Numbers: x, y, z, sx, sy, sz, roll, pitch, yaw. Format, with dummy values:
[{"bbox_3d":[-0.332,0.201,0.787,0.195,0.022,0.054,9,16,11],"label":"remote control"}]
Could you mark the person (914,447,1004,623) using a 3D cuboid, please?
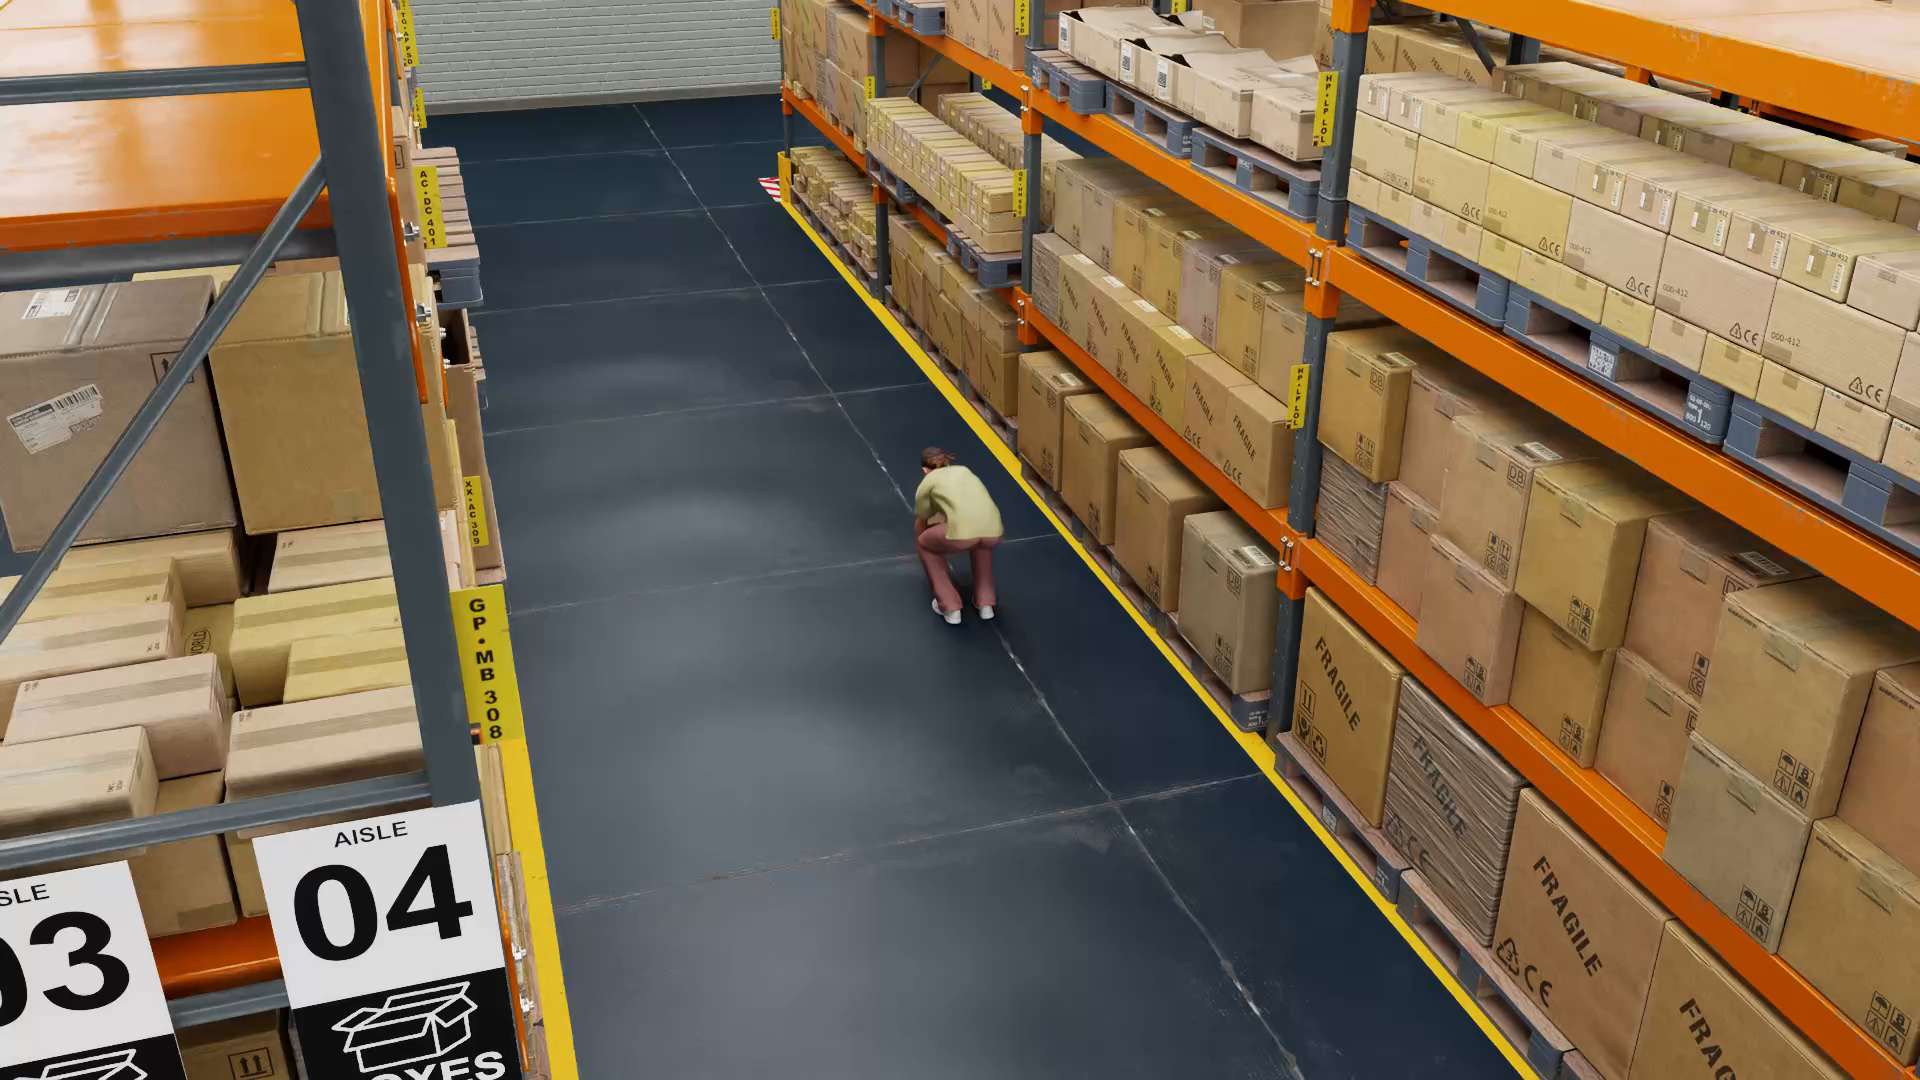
[{"bbox_3d":[-0.027,-0.039,10.254,0.476,0.945,0.860,-9,28,-18],"label":"person"}]
